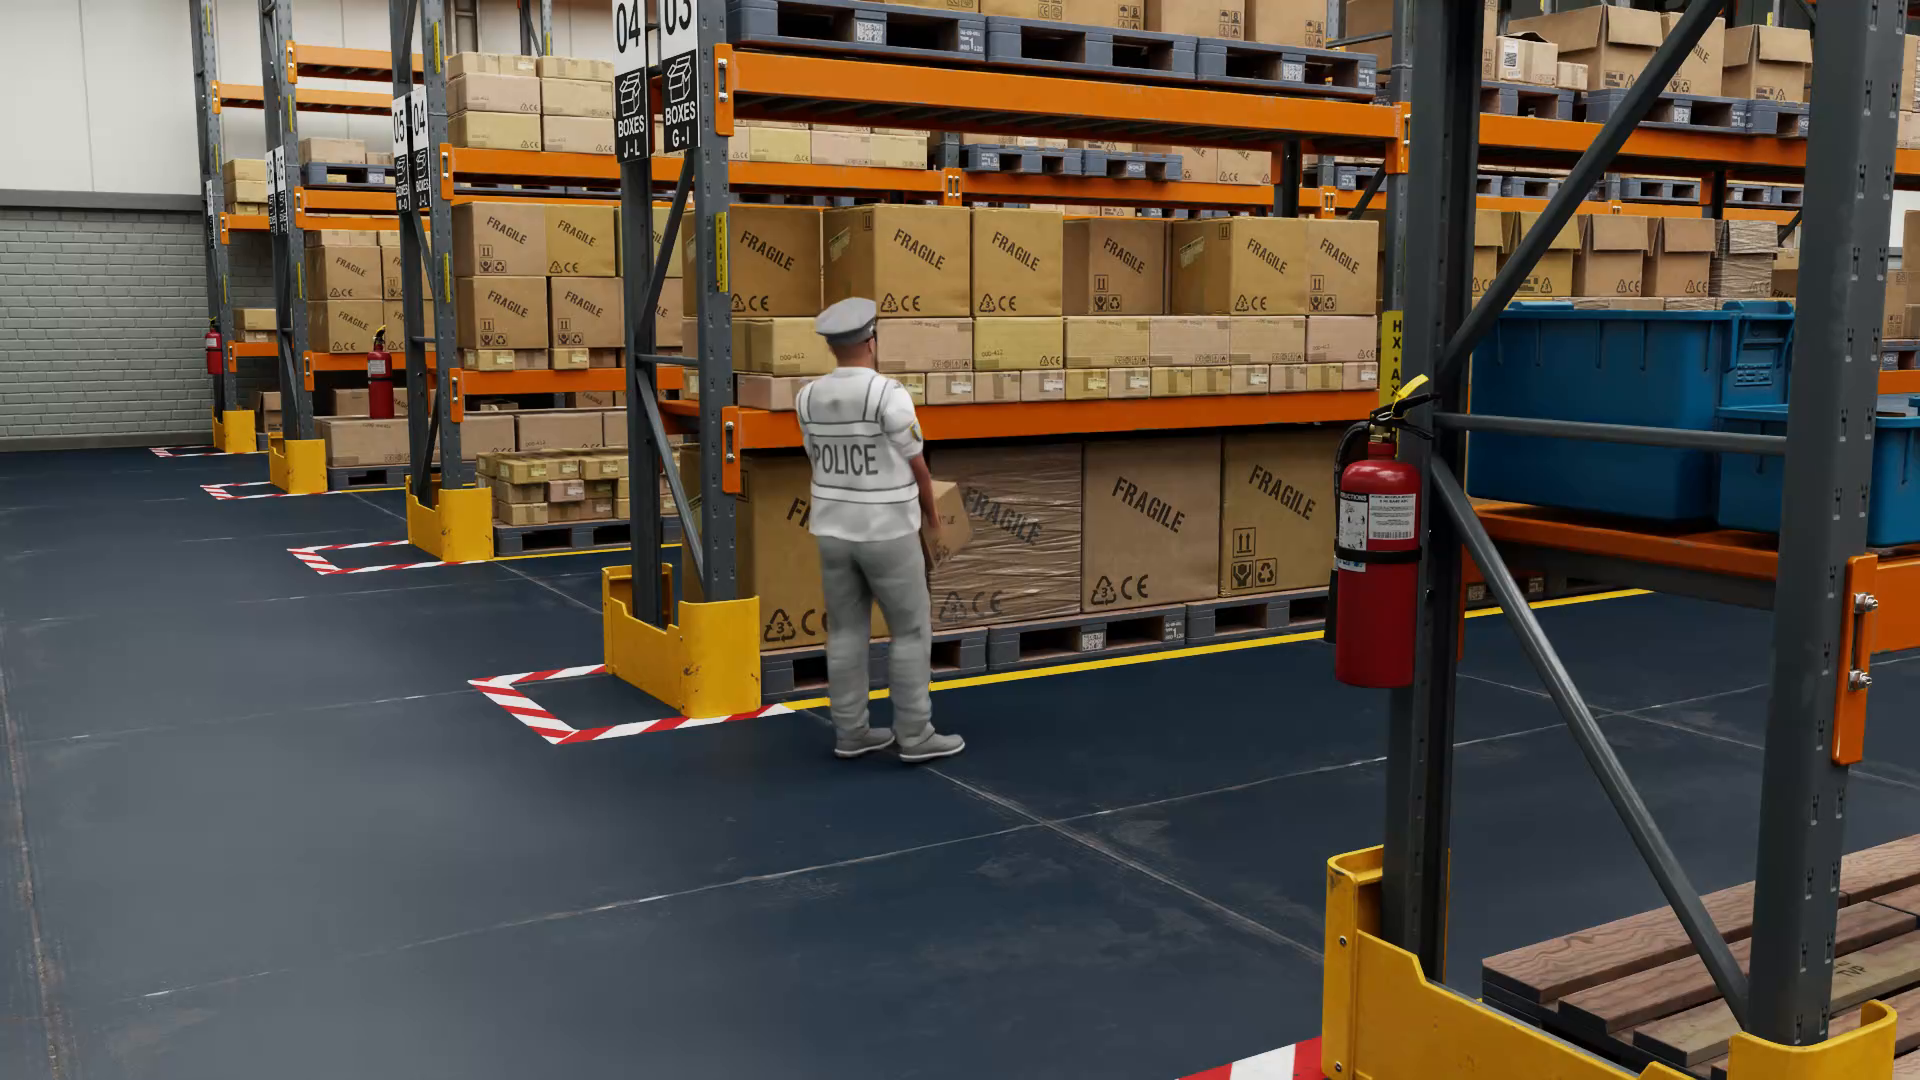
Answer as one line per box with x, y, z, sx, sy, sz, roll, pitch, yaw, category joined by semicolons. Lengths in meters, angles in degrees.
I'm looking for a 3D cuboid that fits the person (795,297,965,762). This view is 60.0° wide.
-0.319;-0.037;6.420;0.561;1.787;0.528;4;9;28;person
